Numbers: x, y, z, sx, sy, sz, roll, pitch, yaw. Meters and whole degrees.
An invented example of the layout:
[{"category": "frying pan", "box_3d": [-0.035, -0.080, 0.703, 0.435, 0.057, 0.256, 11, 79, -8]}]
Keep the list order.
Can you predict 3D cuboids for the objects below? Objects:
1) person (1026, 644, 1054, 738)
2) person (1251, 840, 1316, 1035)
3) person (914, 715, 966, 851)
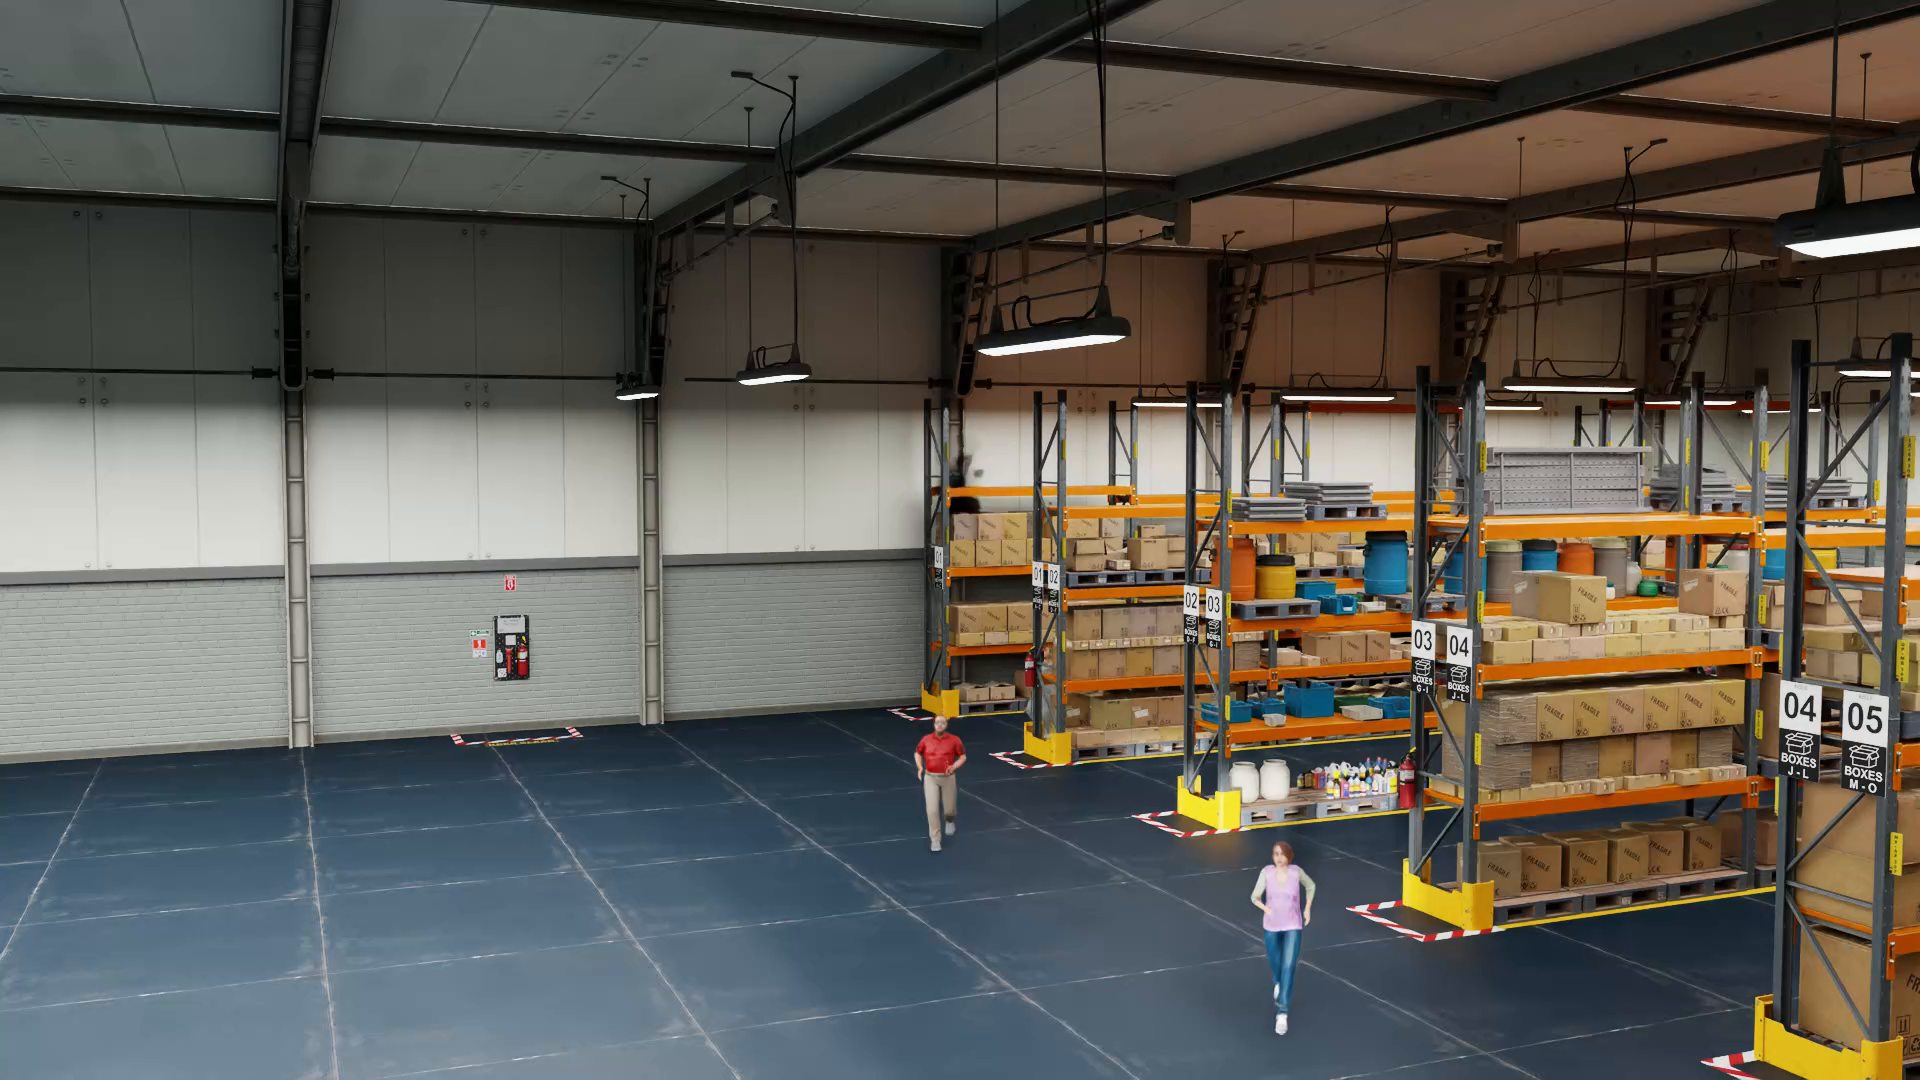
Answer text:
[{"category": "person", "box_3d": [1.441, 2.642, 28.818, 0.580, 1.663, 0.541, -2, 4, -35]}, {"category": "person", "box_3d": [2.880, 3.496, 14.870, 0.550, 1.590, 0.860, 1, 4, 18]}, {"category": "person", "box_3d": [-0.258, 3.069, 21.230, 0.671, 1.682, 0.759, 0, 3, 3]}]
